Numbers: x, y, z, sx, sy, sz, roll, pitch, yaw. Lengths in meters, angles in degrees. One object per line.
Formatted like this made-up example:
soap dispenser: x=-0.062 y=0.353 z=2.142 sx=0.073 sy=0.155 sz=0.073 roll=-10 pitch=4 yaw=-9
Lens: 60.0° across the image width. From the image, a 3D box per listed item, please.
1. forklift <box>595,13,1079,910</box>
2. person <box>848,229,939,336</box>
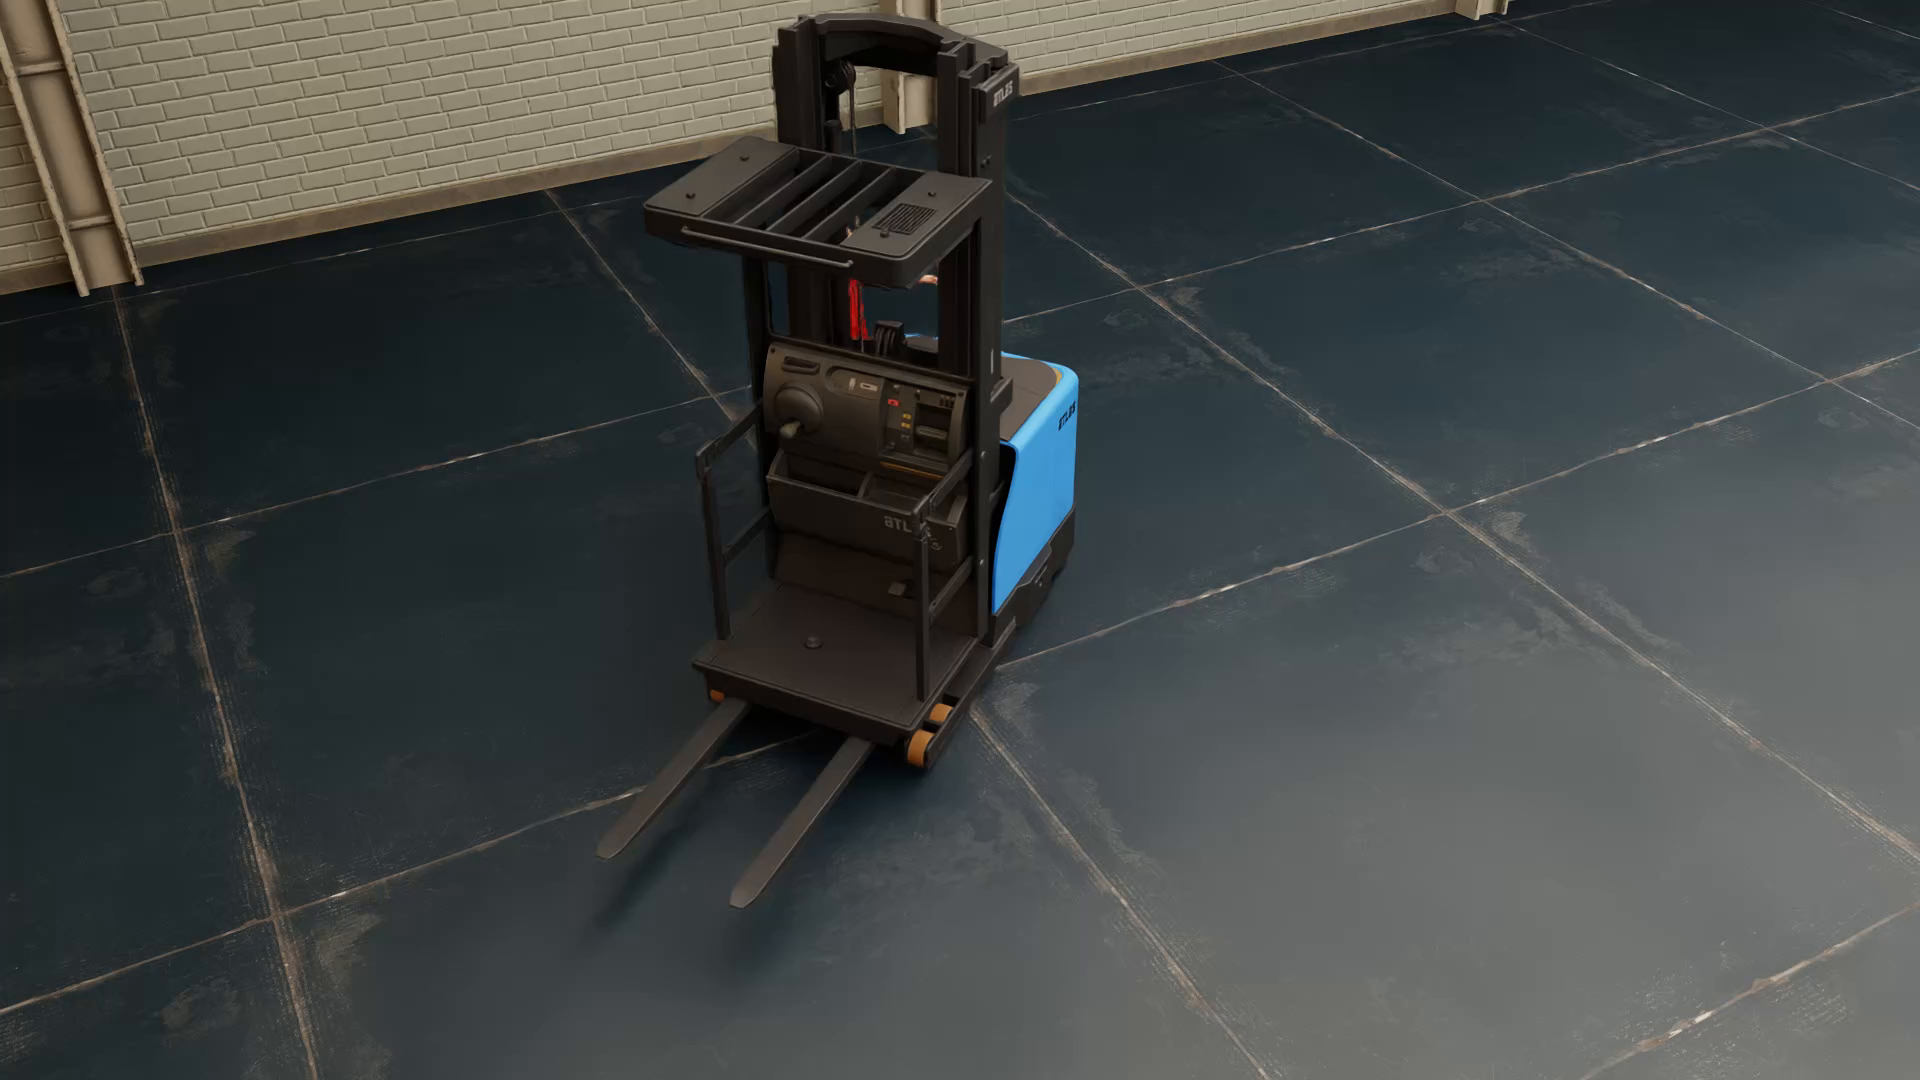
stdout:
forklift: x=-0.494 y=-0.490 z=6.816 sx=1.130 sy=2.935 sz=3.031 roll=15 pitch=38 yaw=20
person: x=-0.365 y=-0.919 z=8.675 sx=0.846 sy=1.491 sz=0.968 roll=-4 pitch=35 yaw=-5
